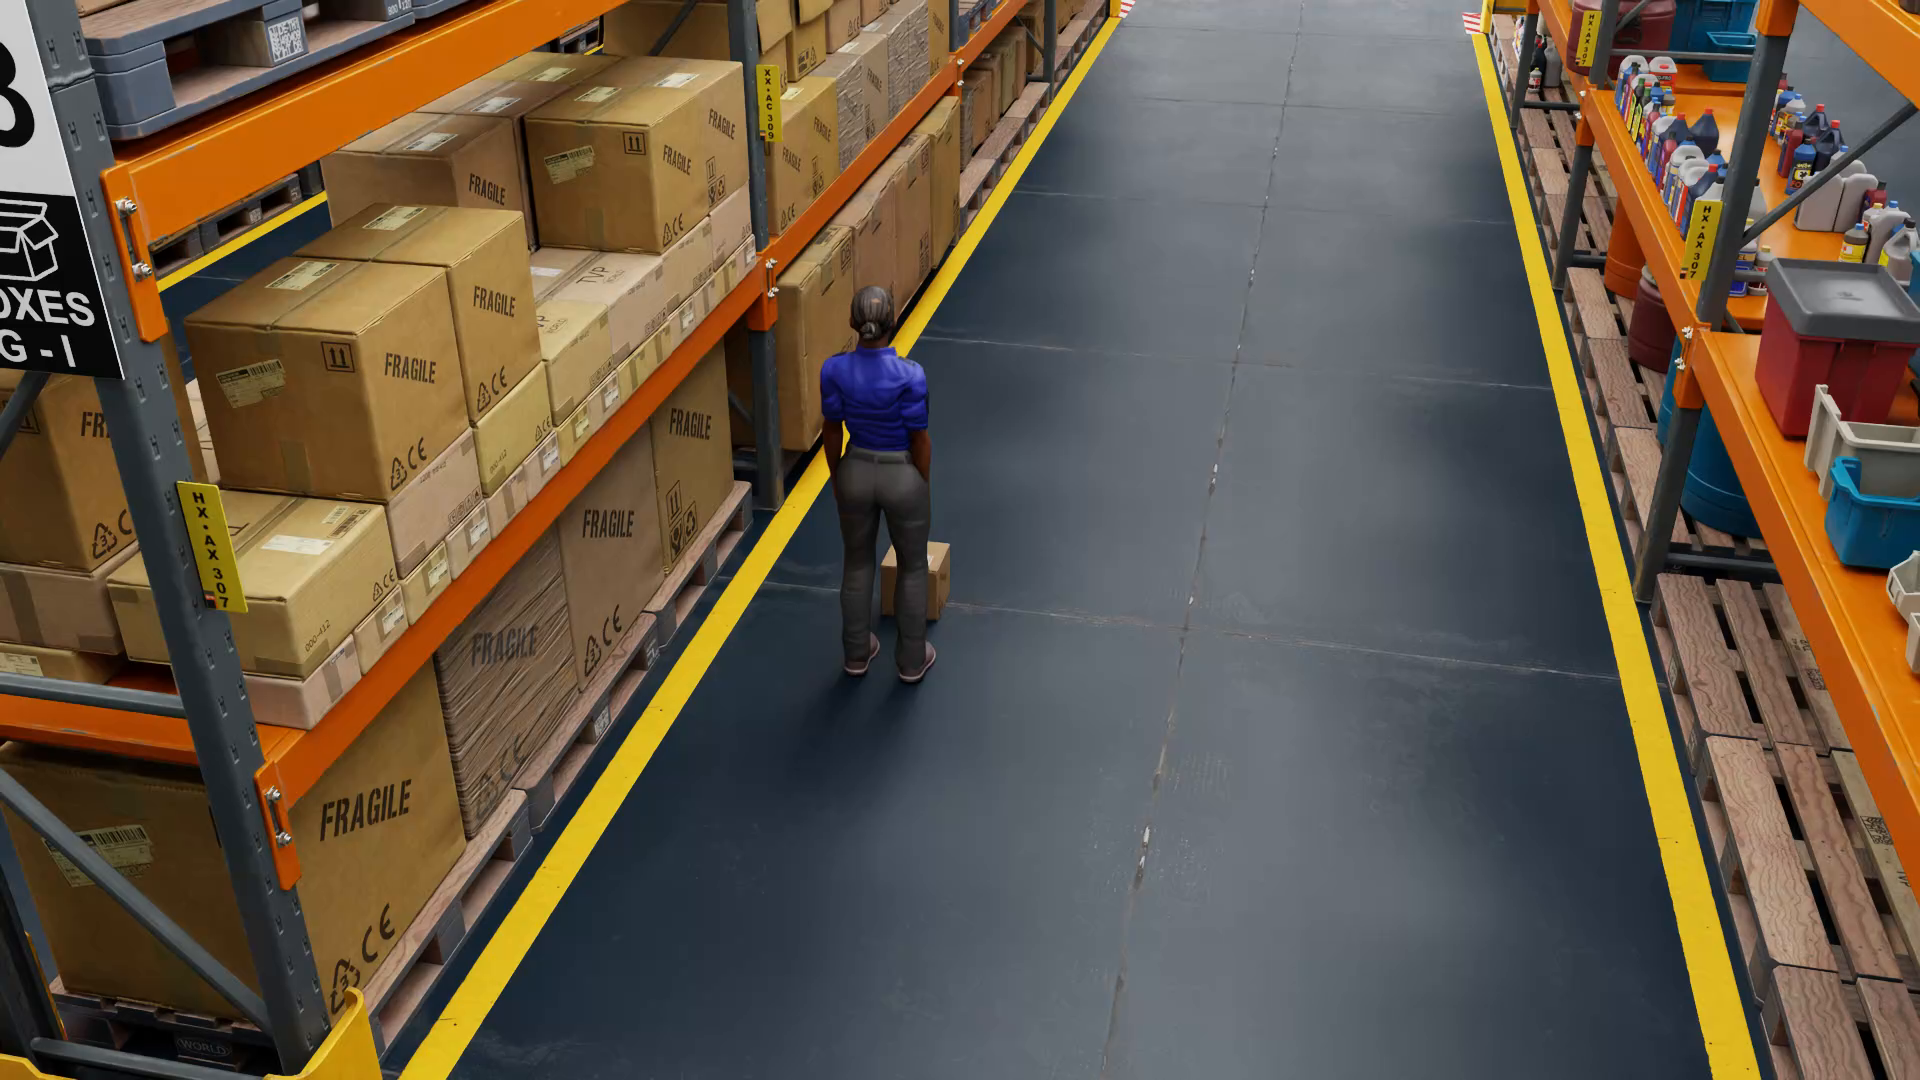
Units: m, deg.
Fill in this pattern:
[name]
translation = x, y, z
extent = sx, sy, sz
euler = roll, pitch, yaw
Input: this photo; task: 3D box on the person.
[person]
translation = -0.318, -0.205, 6.522
extent = 0.437, 1.644, 0.302
euler = 7, 30, 12
